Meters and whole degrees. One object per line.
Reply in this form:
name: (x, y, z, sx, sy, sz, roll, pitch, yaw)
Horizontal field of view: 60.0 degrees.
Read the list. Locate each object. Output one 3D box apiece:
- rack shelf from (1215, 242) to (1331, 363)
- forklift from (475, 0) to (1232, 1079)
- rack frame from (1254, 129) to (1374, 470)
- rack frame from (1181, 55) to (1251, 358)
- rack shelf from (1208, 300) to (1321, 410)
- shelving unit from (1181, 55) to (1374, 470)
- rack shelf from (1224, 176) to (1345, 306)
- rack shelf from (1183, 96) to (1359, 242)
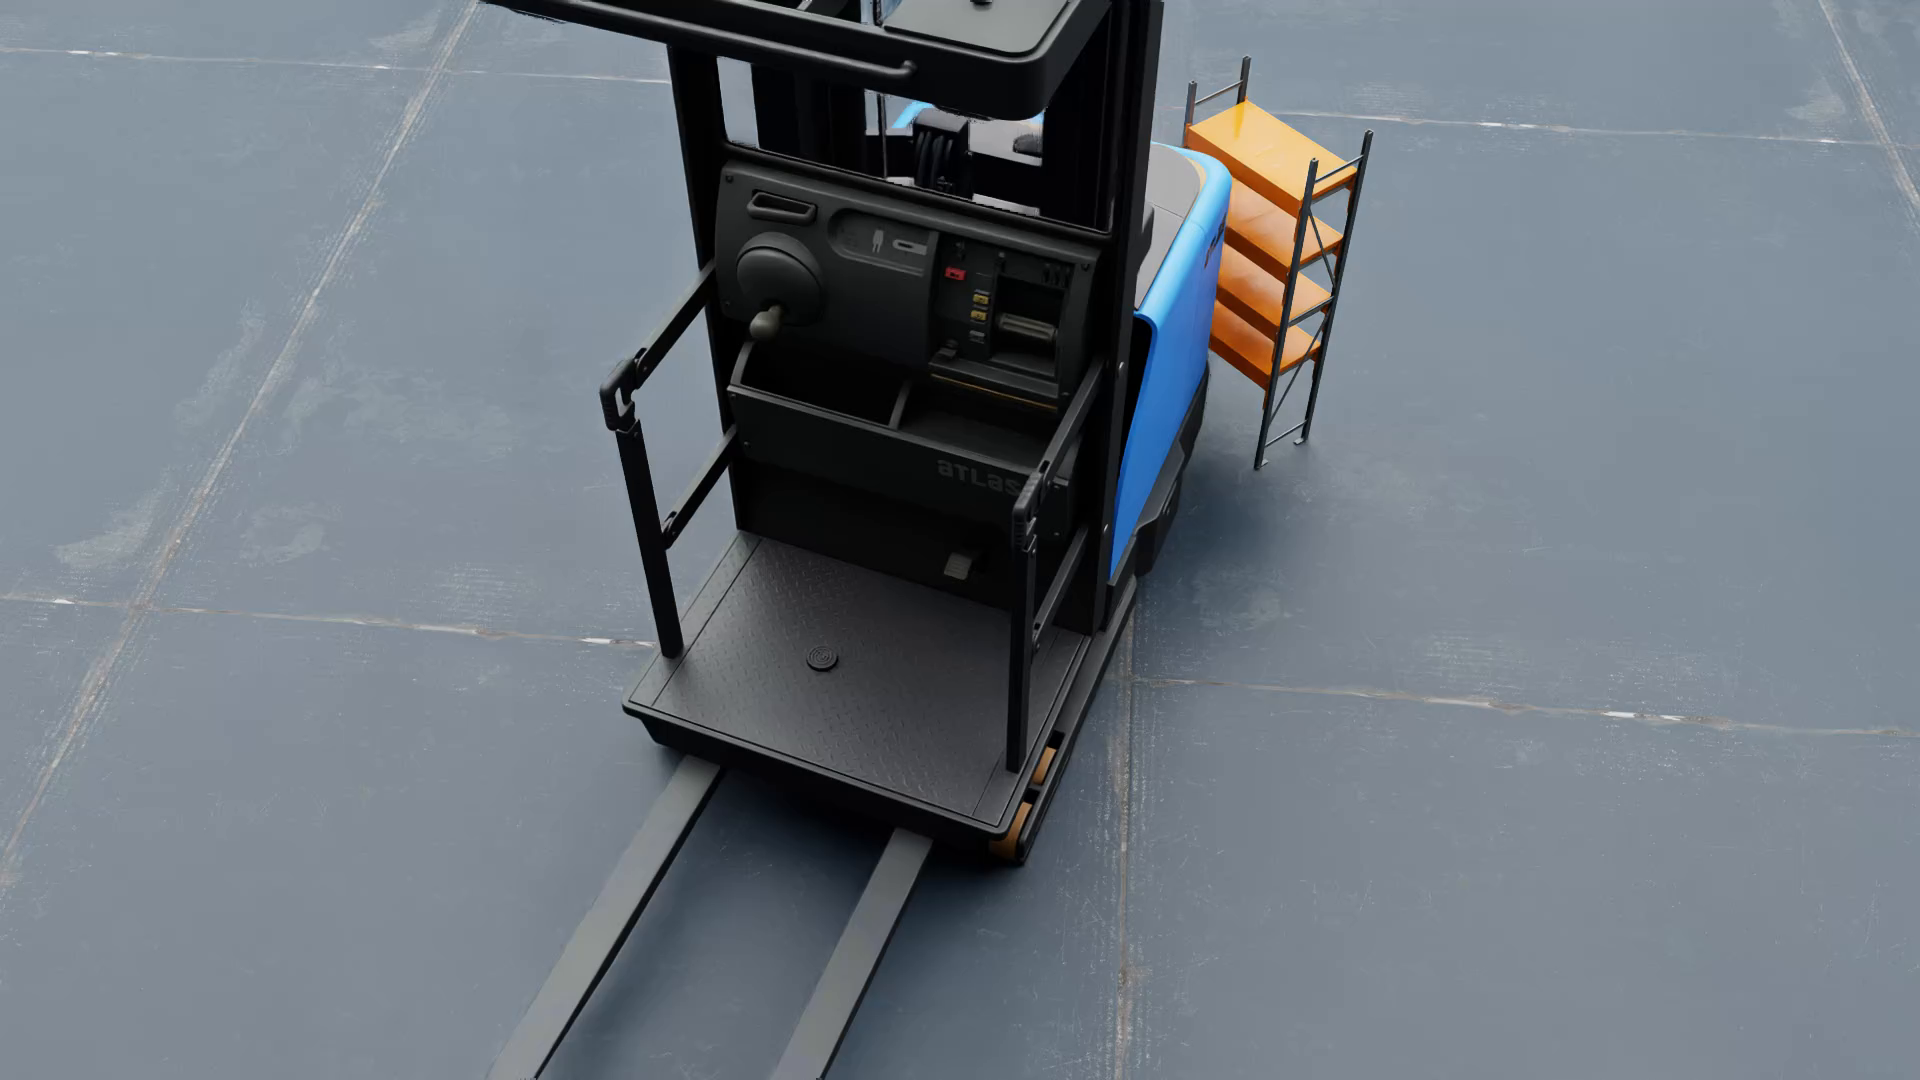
rack shelf: (0.915, -0.791, 5.252, 0.258, 0.148, 0.480, -30, 54, -24)
forklift: (-0.218, -0.493, 3.715, 1.130, 2.935, 3.031, 17, 50, 15)
rack frame: (1.065, -0.694, 5.072, 0.240, 1.200, 0.015, -30, 54, -24)
rack frame: (0.766, -0.979, 5.332, 0.240, 1.200, 0.015, -30, 54, -24)
rack shelf: (0.915, -0.657, 5.398, 0.258, 0.148, 0.480, -30, 54, -24)
shelving unit: (0.915, -0.837, 5.202, 0.258, 1.200, 0.503, -30, 54, -24)
rack shelf: (0.915, -0.942, 5.087, 0.258, 0.148, 0.480, -30, 54, -24)
rack shelf: (0.915, -1.102, 4.912, 0.258, 0.148, 0.480, -30, 54, -24)
